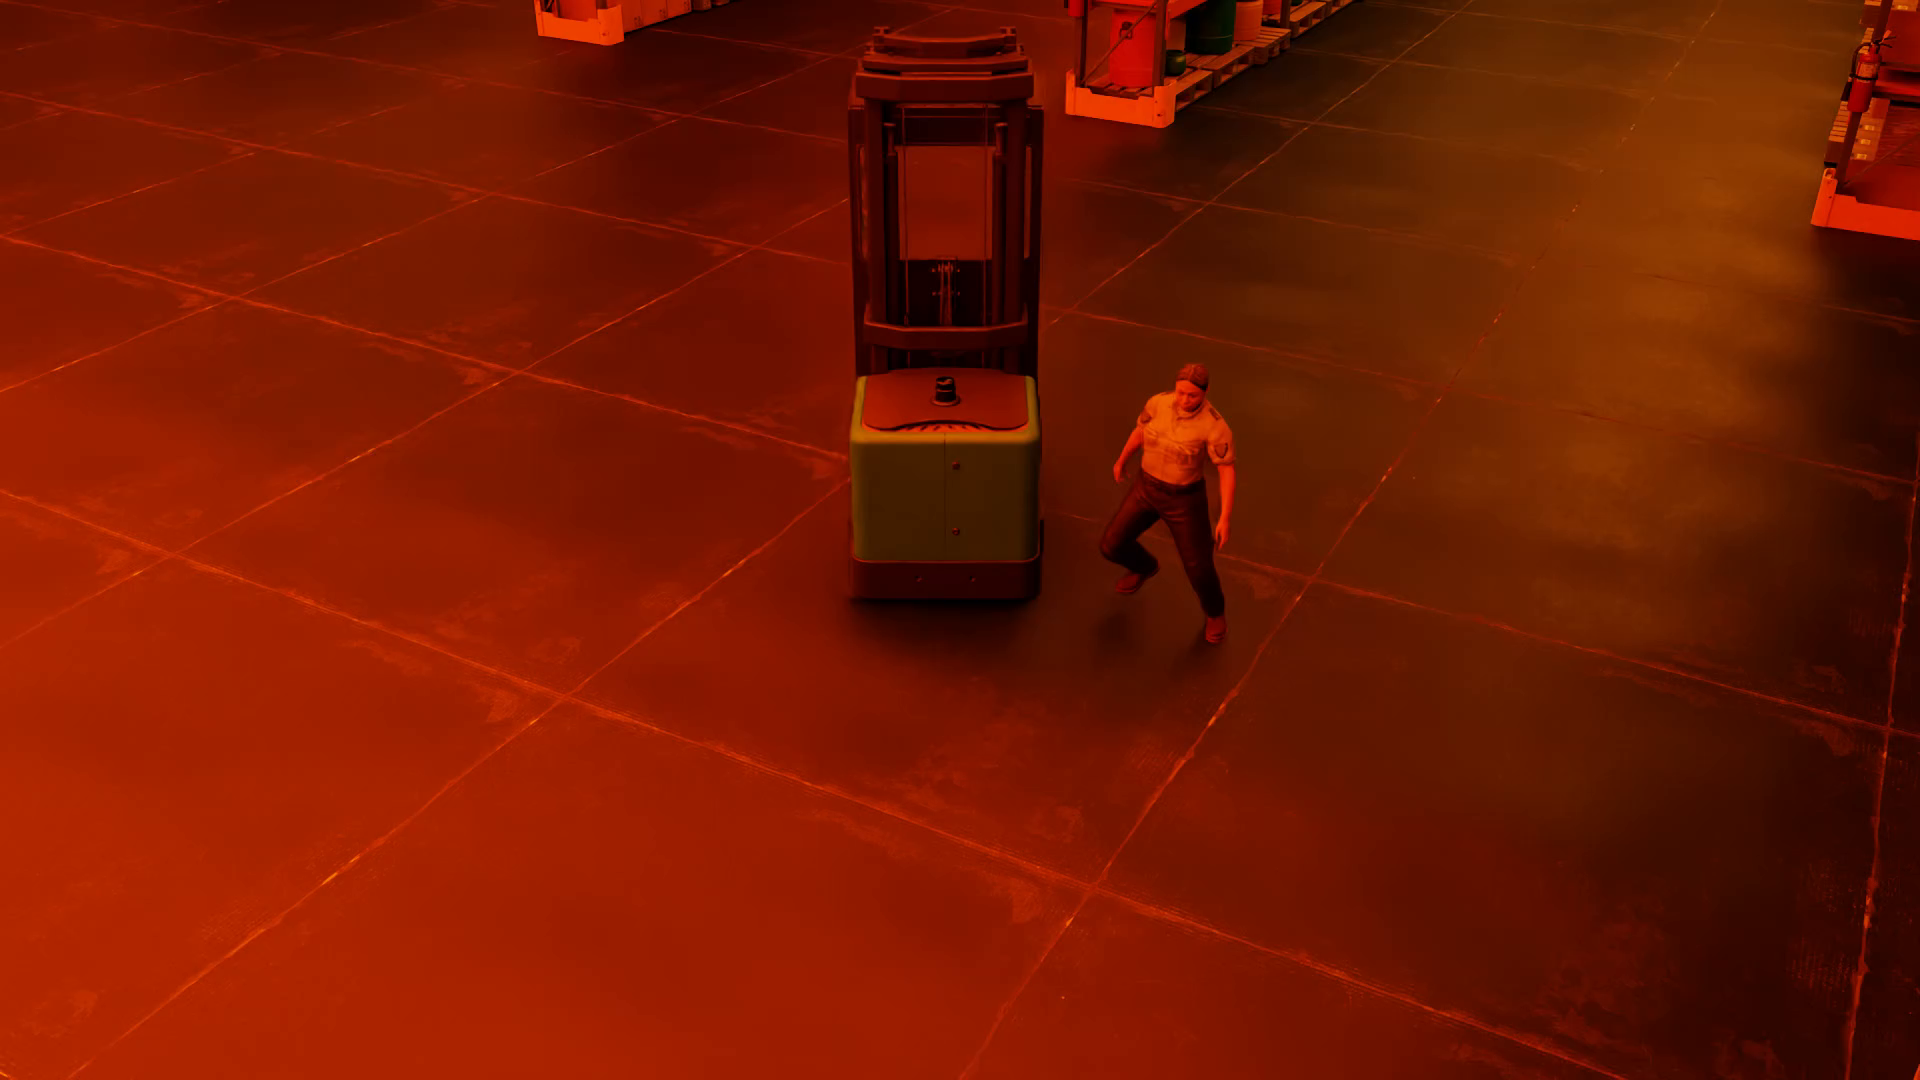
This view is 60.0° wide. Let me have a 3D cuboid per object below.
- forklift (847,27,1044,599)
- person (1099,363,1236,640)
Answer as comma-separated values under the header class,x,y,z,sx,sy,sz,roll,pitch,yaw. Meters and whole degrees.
class,x,y,z,sx,sy,sz,roll,pitch,yaw
forklift,-0.081,-1.635,9.904,1.130,2.935,3.031,0,30,0
person,1.121,-0.246,8.887,0.838,1.568,0.498,25,38,36
